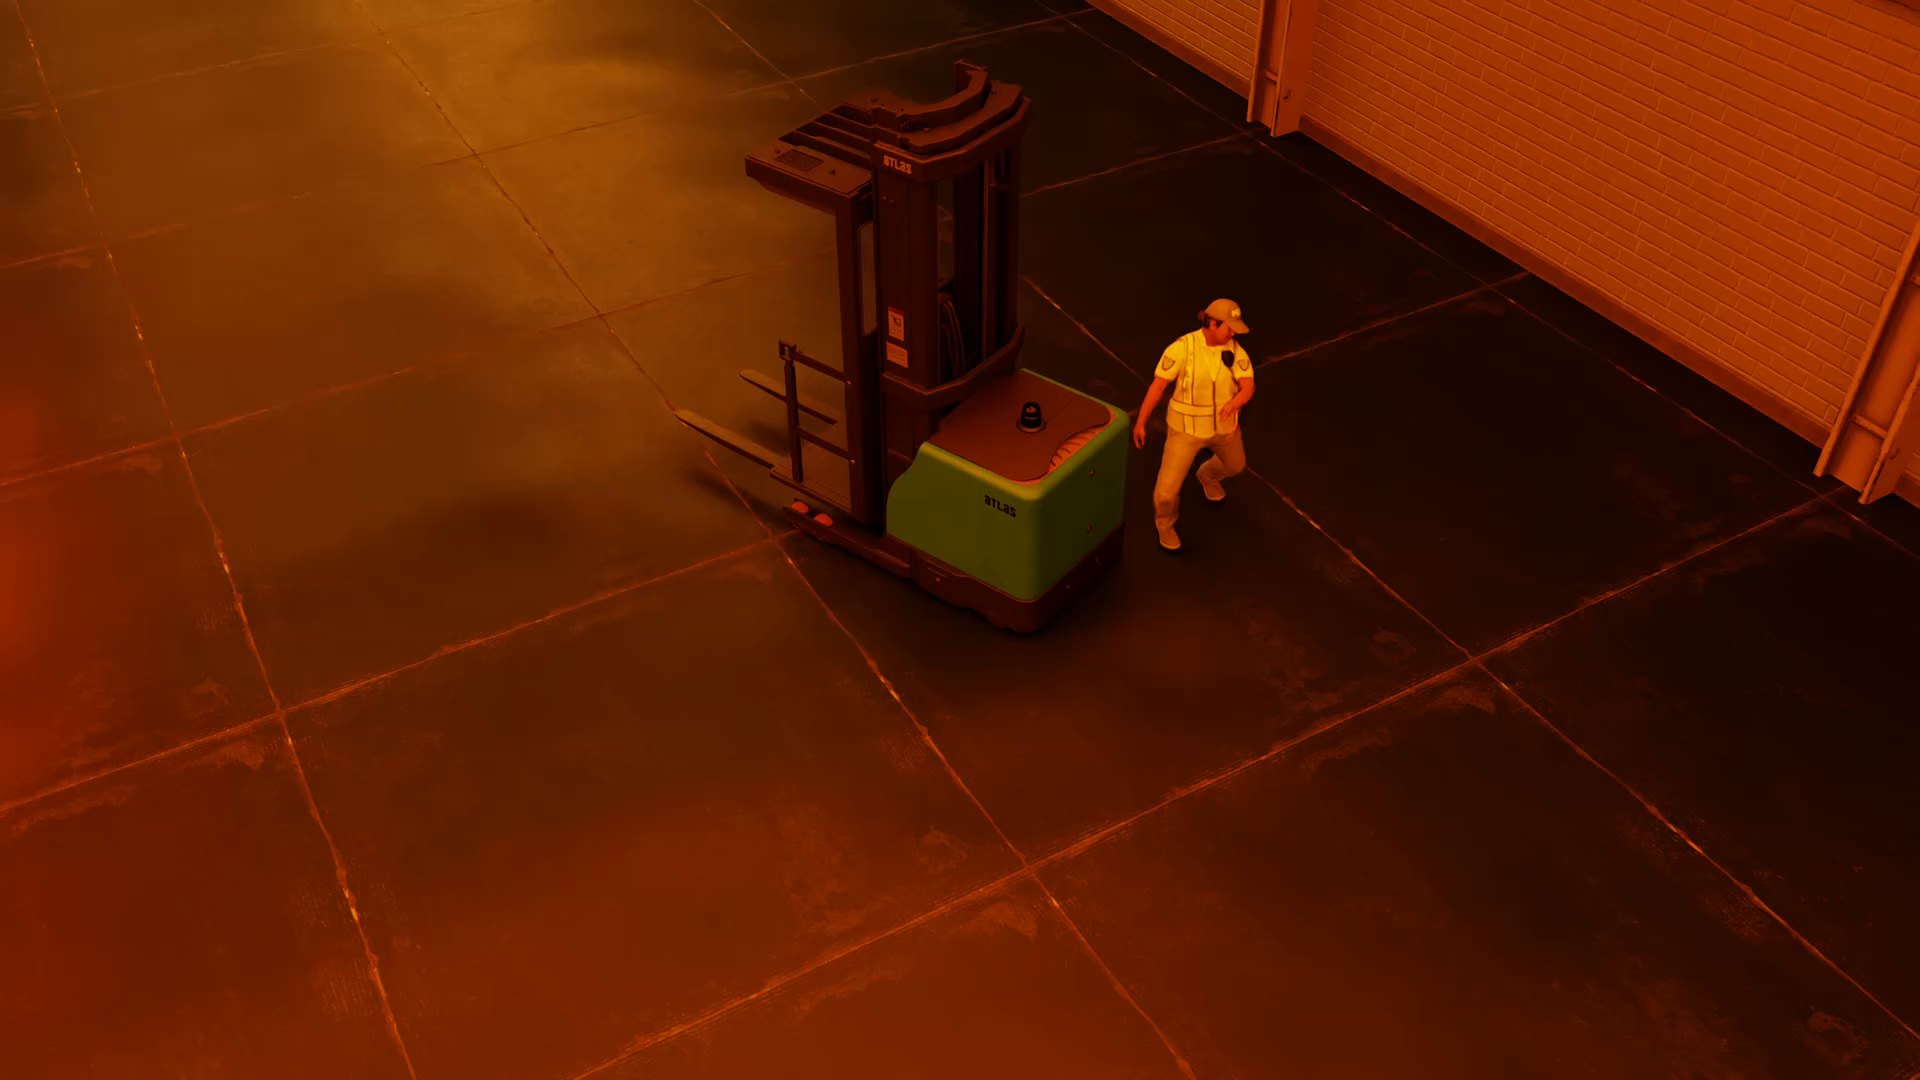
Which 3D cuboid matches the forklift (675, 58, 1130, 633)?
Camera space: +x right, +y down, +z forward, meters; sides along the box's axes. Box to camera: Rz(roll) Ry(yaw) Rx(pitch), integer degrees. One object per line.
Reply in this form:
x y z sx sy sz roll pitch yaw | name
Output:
-0.481 -1.366 9.683 3.031 2.935 1.130 26 46 28 | forklift

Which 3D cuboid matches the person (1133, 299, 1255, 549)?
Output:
1.402 -0.666 9.931 0.799 1.505 0.821 -13 42 -16 | person
